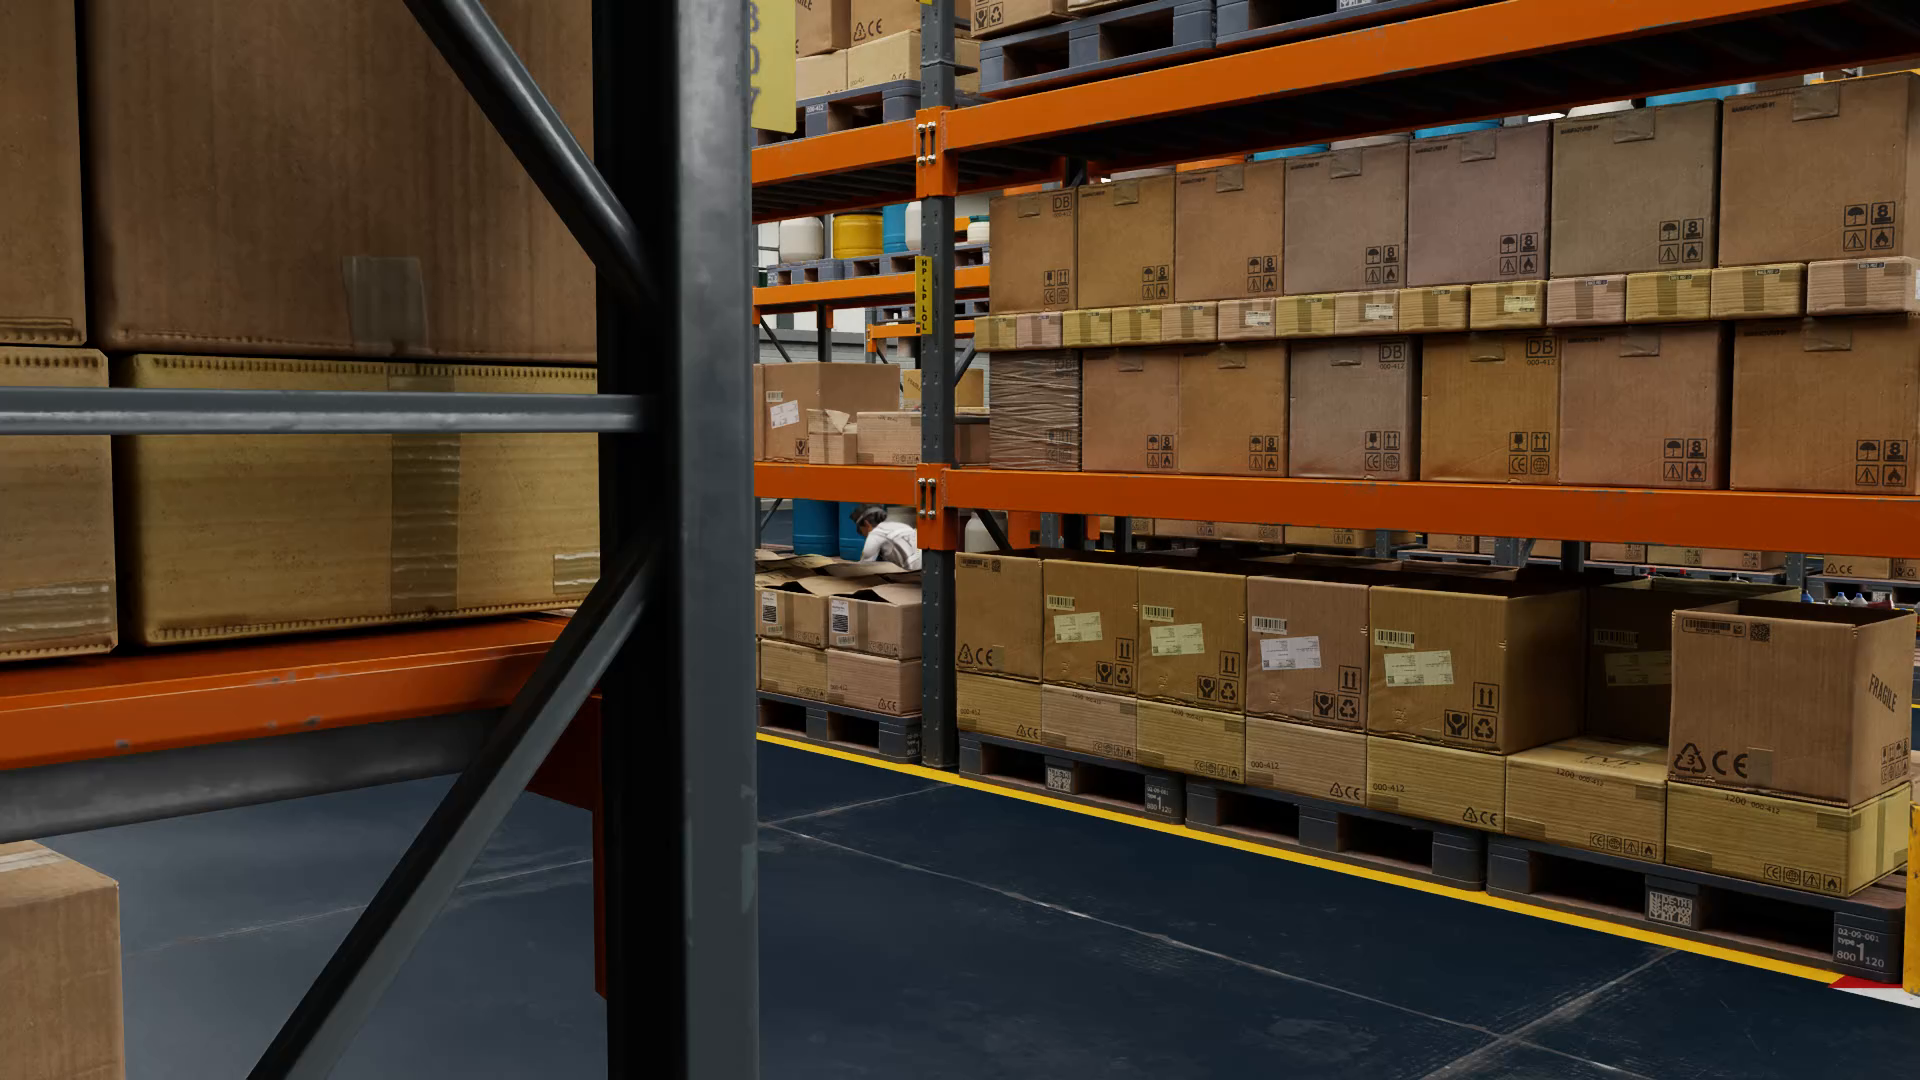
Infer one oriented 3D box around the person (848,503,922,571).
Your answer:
[{"bbox_3d":[-0.429,0.219,11.490,0.495,0.964,0.825,-4,6,-44],"label":"person"}]
